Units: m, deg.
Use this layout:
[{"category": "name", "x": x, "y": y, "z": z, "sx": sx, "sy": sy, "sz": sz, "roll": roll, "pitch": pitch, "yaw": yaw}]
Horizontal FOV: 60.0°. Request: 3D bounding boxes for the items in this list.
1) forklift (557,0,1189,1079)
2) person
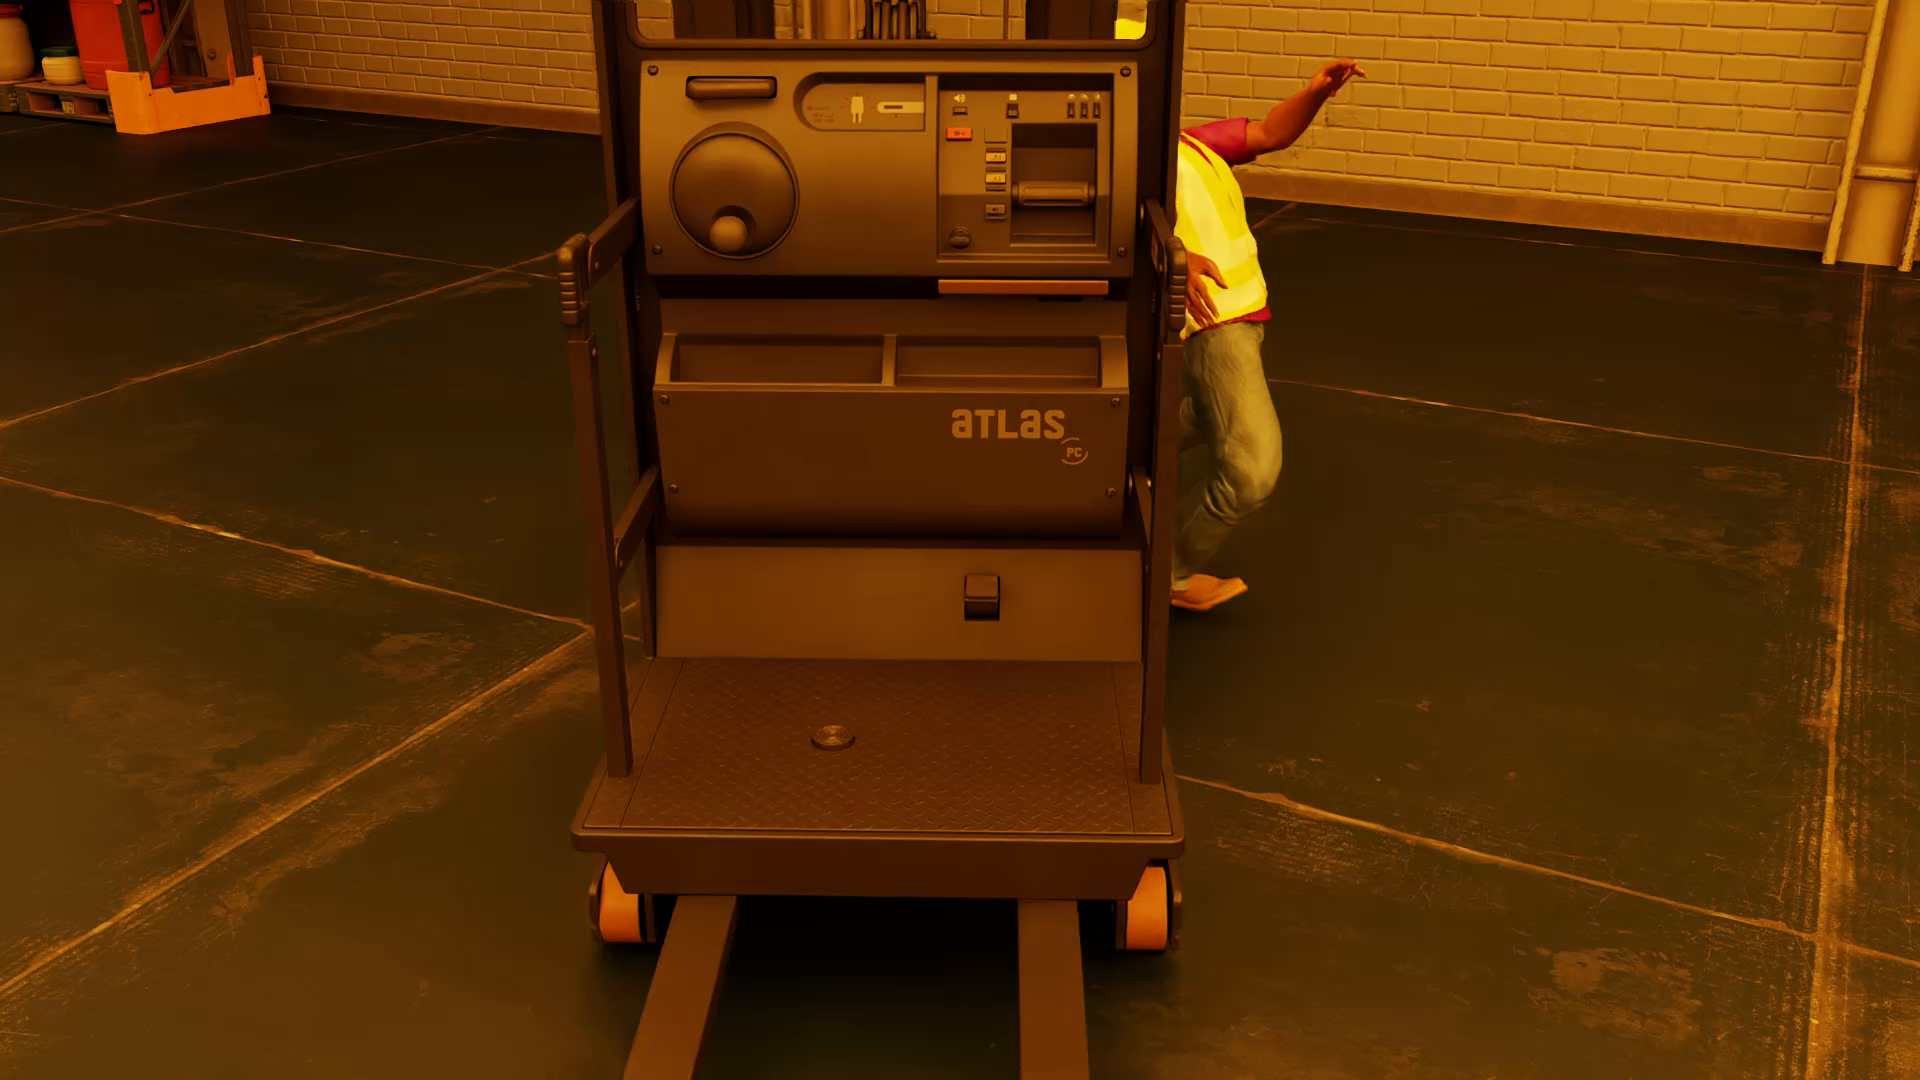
[{"category": "forklift", "x": -0.137, "y": -0.684, "z": 2.921, "sx": 1.130, "sy": 2.935, "sz": 3.031, "roll": 1, "pitch": 23, "yaw": 1}, {"category": "person", "x": 0.606, "y": -0.529, "z": 4.328, "sx": 0.777, "sy": 1.519, "sz": 1.062, "roll": 5, "pitch": 23, "yaw": 11}]
